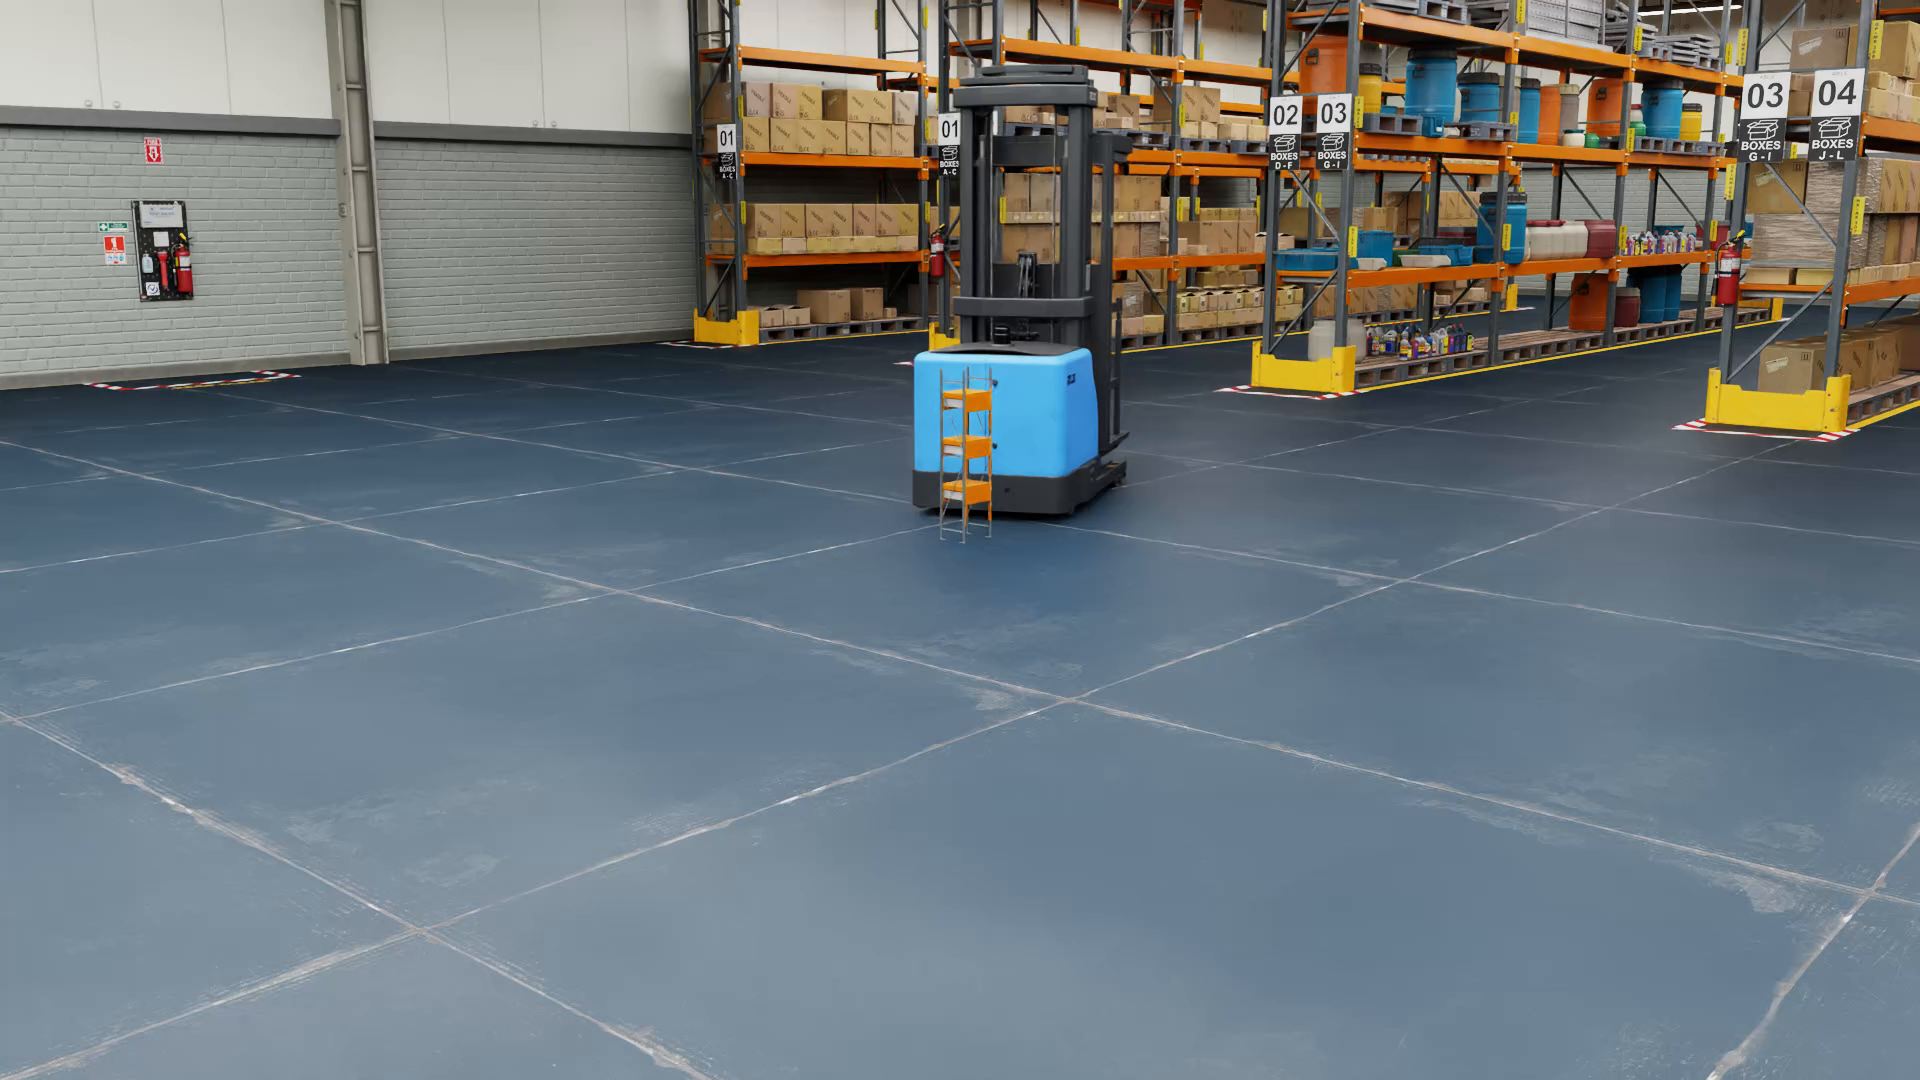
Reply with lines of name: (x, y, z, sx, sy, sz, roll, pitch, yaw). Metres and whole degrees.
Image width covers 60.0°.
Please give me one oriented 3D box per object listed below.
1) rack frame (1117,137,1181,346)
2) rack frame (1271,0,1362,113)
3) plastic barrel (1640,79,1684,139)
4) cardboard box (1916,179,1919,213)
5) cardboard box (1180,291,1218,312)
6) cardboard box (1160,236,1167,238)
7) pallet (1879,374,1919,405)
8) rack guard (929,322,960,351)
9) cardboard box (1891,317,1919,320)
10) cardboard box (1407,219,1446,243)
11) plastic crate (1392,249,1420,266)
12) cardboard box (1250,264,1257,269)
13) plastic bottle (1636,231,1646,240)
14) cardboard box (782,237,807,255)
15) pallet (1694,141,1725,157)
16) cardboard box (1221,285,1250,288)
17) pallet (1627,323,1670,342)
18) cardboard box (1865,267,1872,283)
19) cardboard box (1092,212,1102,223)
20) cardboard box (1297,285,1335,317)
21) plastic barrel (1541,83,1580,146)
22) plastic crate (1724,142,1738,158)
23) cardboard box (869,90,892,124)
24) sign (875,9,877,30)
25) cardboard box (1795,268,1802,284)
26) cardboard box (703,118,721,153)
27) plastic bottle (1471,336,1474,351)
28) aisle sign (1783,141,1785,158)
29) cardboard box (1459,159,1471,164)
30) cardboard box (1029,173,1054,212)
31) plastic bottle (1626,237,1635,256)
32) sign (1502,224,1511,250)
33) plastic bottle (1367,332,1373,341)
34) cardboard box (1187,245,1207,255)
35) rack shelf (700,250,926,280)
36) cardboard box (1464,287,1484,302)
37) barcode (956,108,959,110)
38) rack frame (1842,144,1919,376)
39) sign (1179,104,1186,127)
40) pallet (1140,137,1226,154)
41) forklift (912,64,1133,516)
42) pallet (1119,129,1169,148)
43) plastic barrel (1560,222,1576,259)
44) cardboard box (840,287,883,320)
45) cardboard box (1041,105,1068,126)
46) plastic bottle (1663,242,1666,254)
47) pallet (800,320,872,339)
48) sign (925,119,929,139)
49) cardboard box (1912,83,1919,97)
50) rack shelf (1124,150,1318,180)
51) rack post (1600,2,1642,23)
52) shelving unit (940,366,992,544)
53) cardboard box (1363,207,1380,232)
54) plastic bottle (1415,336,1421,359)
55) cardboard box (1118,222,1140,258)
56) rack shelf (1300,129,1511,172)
rack frame: (2.774, -4.401, 24.590, 1.000, 3.000, 0.127, 10, 15, 40)
rack frame: (3.852, -6.114, 17.846, 1.000, 3.000, 0.127, 10, 15, 40)
plastic barrel: (10.762, -6.589, 25.533, 0.600, 0.901, 0.708, 10, 15, 40)
cardboard box: (9.463, -3.556, 16.791, 0.500, 0.500, 0.500, 10, 15, 40)
cardboard box: (3.568, -3.636, 25.271, 0.500, 0.311, 0.500, 10, 15, 40)
cardboard box: (3.837, -5.900, 32.681, 0.380, 0.149, 0.250, 10, 15, 40)
pallet: (9.796, -1.649, 17.930, 1.003, 0.211, 1.213, 10, 15, 40)
rack guard: (0.118, -2.584, 21.870, 1.175, 0.500, 0.348, 10, 15, 40)
cardboard box: (11.332, -2.348, 19.566, 0.700, 0.500, 0.500, 8, 14, 36)
cardboard box: (8.596, -5.667, 30.672, 0.500, 0.500, 0.500, 10, 15, 42)
plastic crate: (5.384, -3.493, 20.584, 0.450, 0.188, 0.662, 10, 15, 40)
cardboard box: (6.469, -5.909, 35.791, 0.380, 0.149, 0.250, 10, 15, 42)
plastic bottle: (10.482, -4.574, 25.577, 0.144, 0.351, 0.185, 10, 15, 40)
cardboard box: (-2.697, -4.498, 25.405, 0.500, 0.250, 0.500, 9, 15, 39)
pallet: (11.329, -6.188, 26.357, 1.213, 0.211, 1.003, 10, 15, 40)
cardboard box: (4.508, -4.005, 27.121, 0.500, 0.311, 0.500, 9, 15, 39)
pallet: (10.428, -3.282, 26.102, 1.003, 0.211, 1.213, 10, 15, 40)
cardboard box: (8.445, -2.528, 15.852, 0.380, 0.149, 0.250, 10, 15, 40)
cardboard box: (1.743, -4.475, 23.045, 0.380, 0.149, 0.250, 10, 15, 42)
cardboard box: (5.930, -4.010, 27.888, 0.500, 0.500, 0.500, 11, 15, 43)
plastic barrel: (8.428, -5.973, 23.520, 0.600, 0.901, 0.600, 0, 11, 0)
plastic crate: (12.799, -6.492, 27.730, 0.497, 0.269, 0.590, 10, 15, 40)
cardboard box: (-1.432, -6.870, 26.433, 0.500, 0.500, 0.500, 11, 16, 43)
sign: (-1.370, -8.590, 27.454, 0.100, 0.325, 0.005, 10, 15, 40)
cardboard box: (7.771, -2.514, 15.780, 0.380, 0.149, 0.250, 10, 15, 40)
cardboard box: (-3.505, -6.077, 25.013, 0.500, 0.500, 0.500, -11, 16, -43)
plastic bottle: (6.487, -2.510, 21.142, 0.097, 0.201, 0.097, 0, 11, 0)
aisle sign: (14.681, -6.774, 29.829, 0.394, 0.787, 0.004, 10, 15, 40)
cardboard box: (9.226, -7.162, 31.135, 0.500, 0.250, 0.500, 10, 15, 40)
cardboard box: (0.830, -4.651, 22.272, 0.700, 0.500, 0.500, 9, 15, 39)
plastic bottle: (9.967, -4.378, 24.789, 0.152, 0.276, 0.135, 10, 15, 40)
sign: (6.898, -3.823, 20.989, 0.100, 0.325, 0.005, 10, 15, 40)
plastic bottle: (5.014, -2.433, 20.564, 0.152, 0.276, 0.135, 9, 15, 39)
cardboard box: (3.513, -4.382, 25.135, 0.380, 0.149, 0.250, 10, 15, 40)
rack shelf: (-2.270, -4.394, 26.391, 1.077, 0.370, 4.000, 10, 15, 40)
cardboard box: (9.872, -4.787, 32.415, 0.500, 0.250, 0.500, 10, 15, 40)
barcode: (-0.029, -5.675, 21.827, 0.001, 0.075, 0.075, 10, 15, 40)
rack frame: (10.213, -3.120, 18.174, 1.000, 3.000, 0.127, 10, 15, 40)
sign: (3.192, -6.093, 23.879, 0.100, 0.325, 0.005, 10, 15, 40)
pallet: (3.347, -5.910, 24.973, 0.805, 0.209, 1.217, 9, 14, 38)
forklift: (0.605, -1.841, 11.944, 1.130, 2.935, 3.031, 3, 12, 17)
pallet: (2.231, -5.700, 23.659, 1.003, 0.211, 1.213, 10, 15, 40)
plastic barrel: (8.336, -4.163, 23.110, 0.421, 0.512, 0.421, 0, 11, 0)
cardboard box: (-1.604, -3.873, 27.205, 0.500, 0.500, 0.500, 8, 14, 36)
cardboard box: (1.435, -5.816, 22.331, 0.500, 0.500, 0.500, 10, 15, 40)
plastic bottle: (10.884, -4.538, 25.780, 0.097, 0.201, 0.097, 0, 11, 0)
pallet: (-2.171, -3.390, 26.646, 1.003, 0.211, 1.213, 10, 15, 40)
sign: (-0.537, -6.697, 27.103, 0.100, 0.325, 0.005, 10, 15, 40)
cardboard box: (9.349, -4.433, 16.455, 0.380, 0.149, 0.250, 11, 16, 43)
rack shelf: (4.094, -5.814, 25.839, 1.077, 0.370, 4.000, 10, 15, 40)
rack post: (9.574, -7.671, 24.326, 0.624, 0.289, 0.986, 10, 15, 40)
shelving unit: (0.035, -0.523, 10.148, 0.215, 1.050, 0.252, 10, 15, 40)
cardboard box: (6.935, -5.565, 29.090, 0.700, 0.500, 0.500, 6, 13, 26)
plastic bottle: (5.509, -2.327, 20.044, 0.097, 0.271, 0.097, 0, 11, 0)
cardboard box: (2.143, -4.306, 23.856, 0.700, 0.500, 0.500, 10, 15, 40)
rack shelf: (5.172, -4.584, 19.684, 1.077, 0.370, 4.000, 10, 15, 40)
